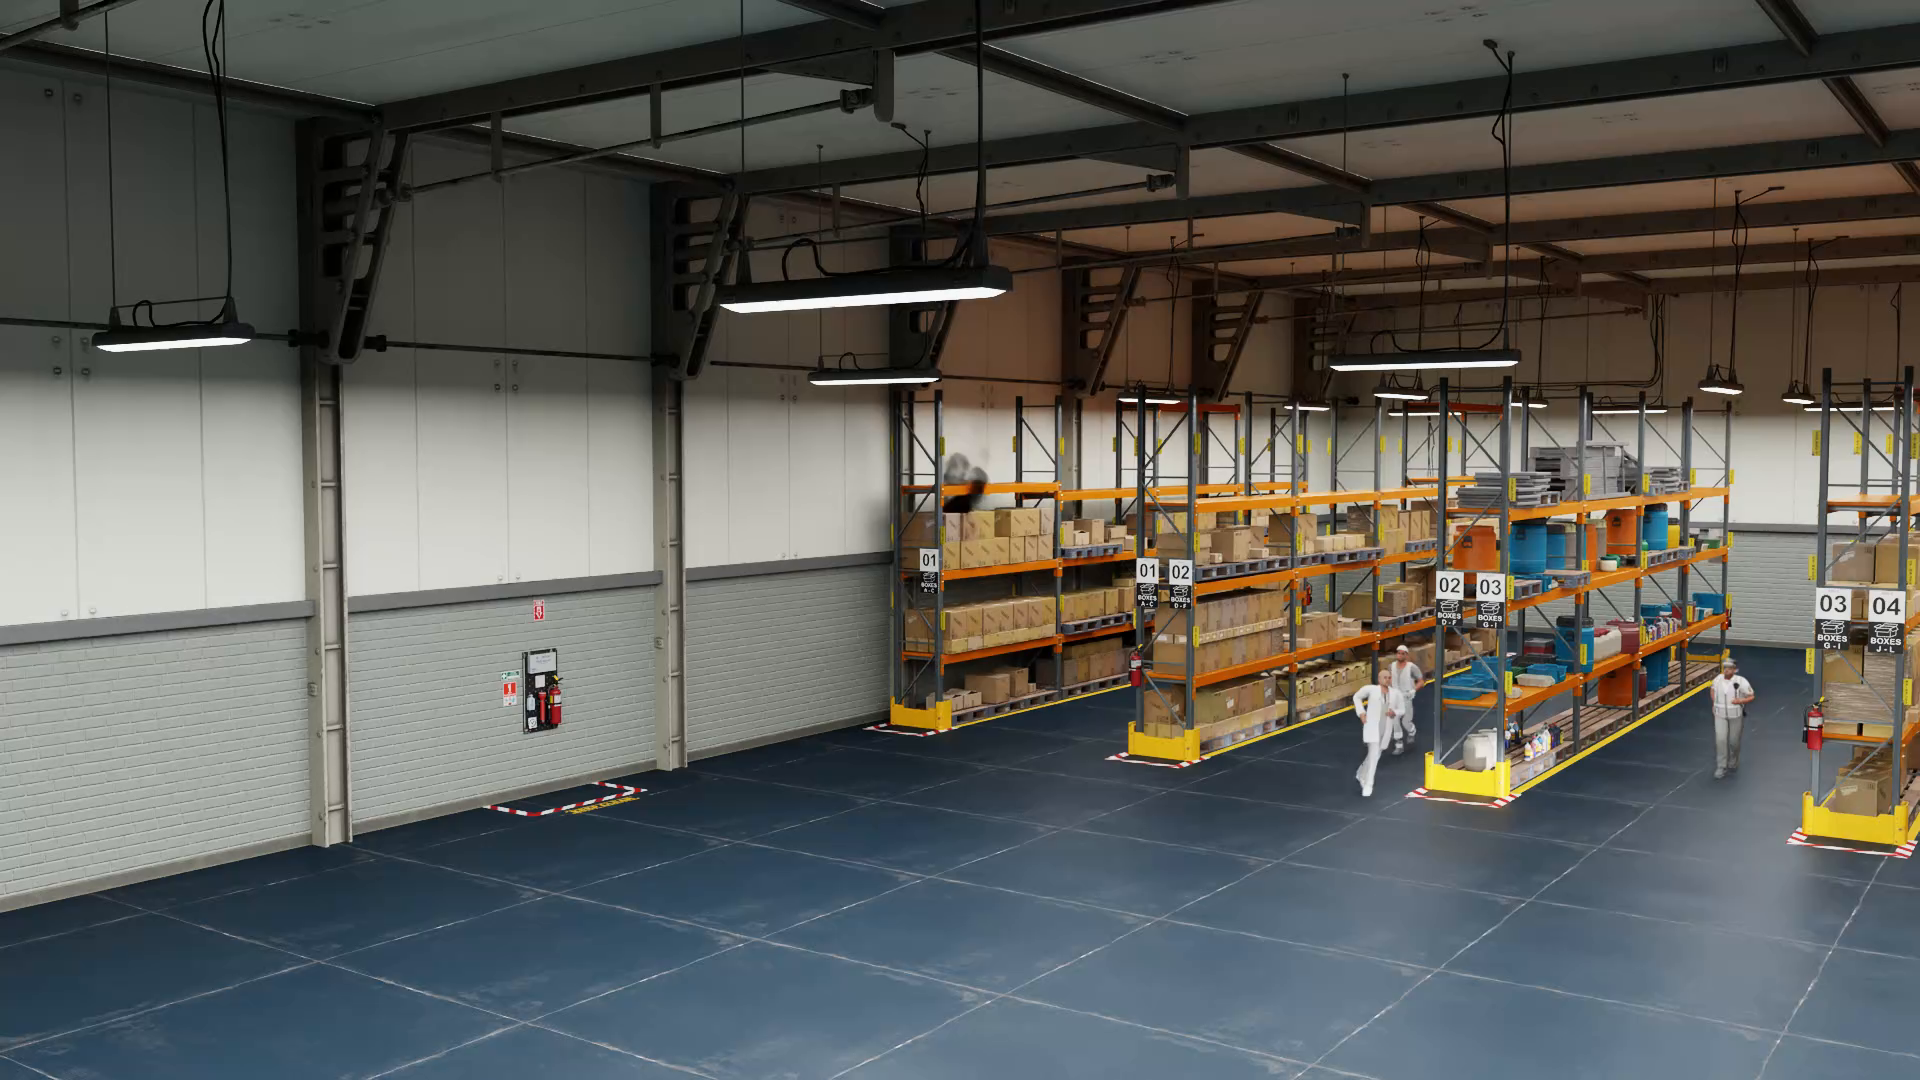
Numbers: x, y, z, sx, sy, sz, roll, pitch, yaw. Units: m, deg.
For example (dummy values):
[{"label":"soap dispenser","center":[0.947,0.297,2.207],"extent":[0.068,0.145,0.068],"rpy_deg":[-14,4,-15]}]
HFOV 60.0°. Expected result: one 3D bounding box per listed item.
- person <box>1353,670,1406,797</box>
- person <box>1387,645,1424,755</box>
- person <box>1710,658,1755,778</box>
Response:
[{"label":"person","center":[6.071,2.785,24.103],"extent":[0.688,1.838,0.795],"rpy_deg":[0,3,-8]},{"label":"person","center":[7.244,2.598,27.194],"extent":[0.667,1.763,0.835],"rpy_deg":[2,4,31]},{"label":"person","center":[11.751,2.689,25.366],"extent":[0.651,1.791,0.875],"rpy_deg":[2,4,35]}]
